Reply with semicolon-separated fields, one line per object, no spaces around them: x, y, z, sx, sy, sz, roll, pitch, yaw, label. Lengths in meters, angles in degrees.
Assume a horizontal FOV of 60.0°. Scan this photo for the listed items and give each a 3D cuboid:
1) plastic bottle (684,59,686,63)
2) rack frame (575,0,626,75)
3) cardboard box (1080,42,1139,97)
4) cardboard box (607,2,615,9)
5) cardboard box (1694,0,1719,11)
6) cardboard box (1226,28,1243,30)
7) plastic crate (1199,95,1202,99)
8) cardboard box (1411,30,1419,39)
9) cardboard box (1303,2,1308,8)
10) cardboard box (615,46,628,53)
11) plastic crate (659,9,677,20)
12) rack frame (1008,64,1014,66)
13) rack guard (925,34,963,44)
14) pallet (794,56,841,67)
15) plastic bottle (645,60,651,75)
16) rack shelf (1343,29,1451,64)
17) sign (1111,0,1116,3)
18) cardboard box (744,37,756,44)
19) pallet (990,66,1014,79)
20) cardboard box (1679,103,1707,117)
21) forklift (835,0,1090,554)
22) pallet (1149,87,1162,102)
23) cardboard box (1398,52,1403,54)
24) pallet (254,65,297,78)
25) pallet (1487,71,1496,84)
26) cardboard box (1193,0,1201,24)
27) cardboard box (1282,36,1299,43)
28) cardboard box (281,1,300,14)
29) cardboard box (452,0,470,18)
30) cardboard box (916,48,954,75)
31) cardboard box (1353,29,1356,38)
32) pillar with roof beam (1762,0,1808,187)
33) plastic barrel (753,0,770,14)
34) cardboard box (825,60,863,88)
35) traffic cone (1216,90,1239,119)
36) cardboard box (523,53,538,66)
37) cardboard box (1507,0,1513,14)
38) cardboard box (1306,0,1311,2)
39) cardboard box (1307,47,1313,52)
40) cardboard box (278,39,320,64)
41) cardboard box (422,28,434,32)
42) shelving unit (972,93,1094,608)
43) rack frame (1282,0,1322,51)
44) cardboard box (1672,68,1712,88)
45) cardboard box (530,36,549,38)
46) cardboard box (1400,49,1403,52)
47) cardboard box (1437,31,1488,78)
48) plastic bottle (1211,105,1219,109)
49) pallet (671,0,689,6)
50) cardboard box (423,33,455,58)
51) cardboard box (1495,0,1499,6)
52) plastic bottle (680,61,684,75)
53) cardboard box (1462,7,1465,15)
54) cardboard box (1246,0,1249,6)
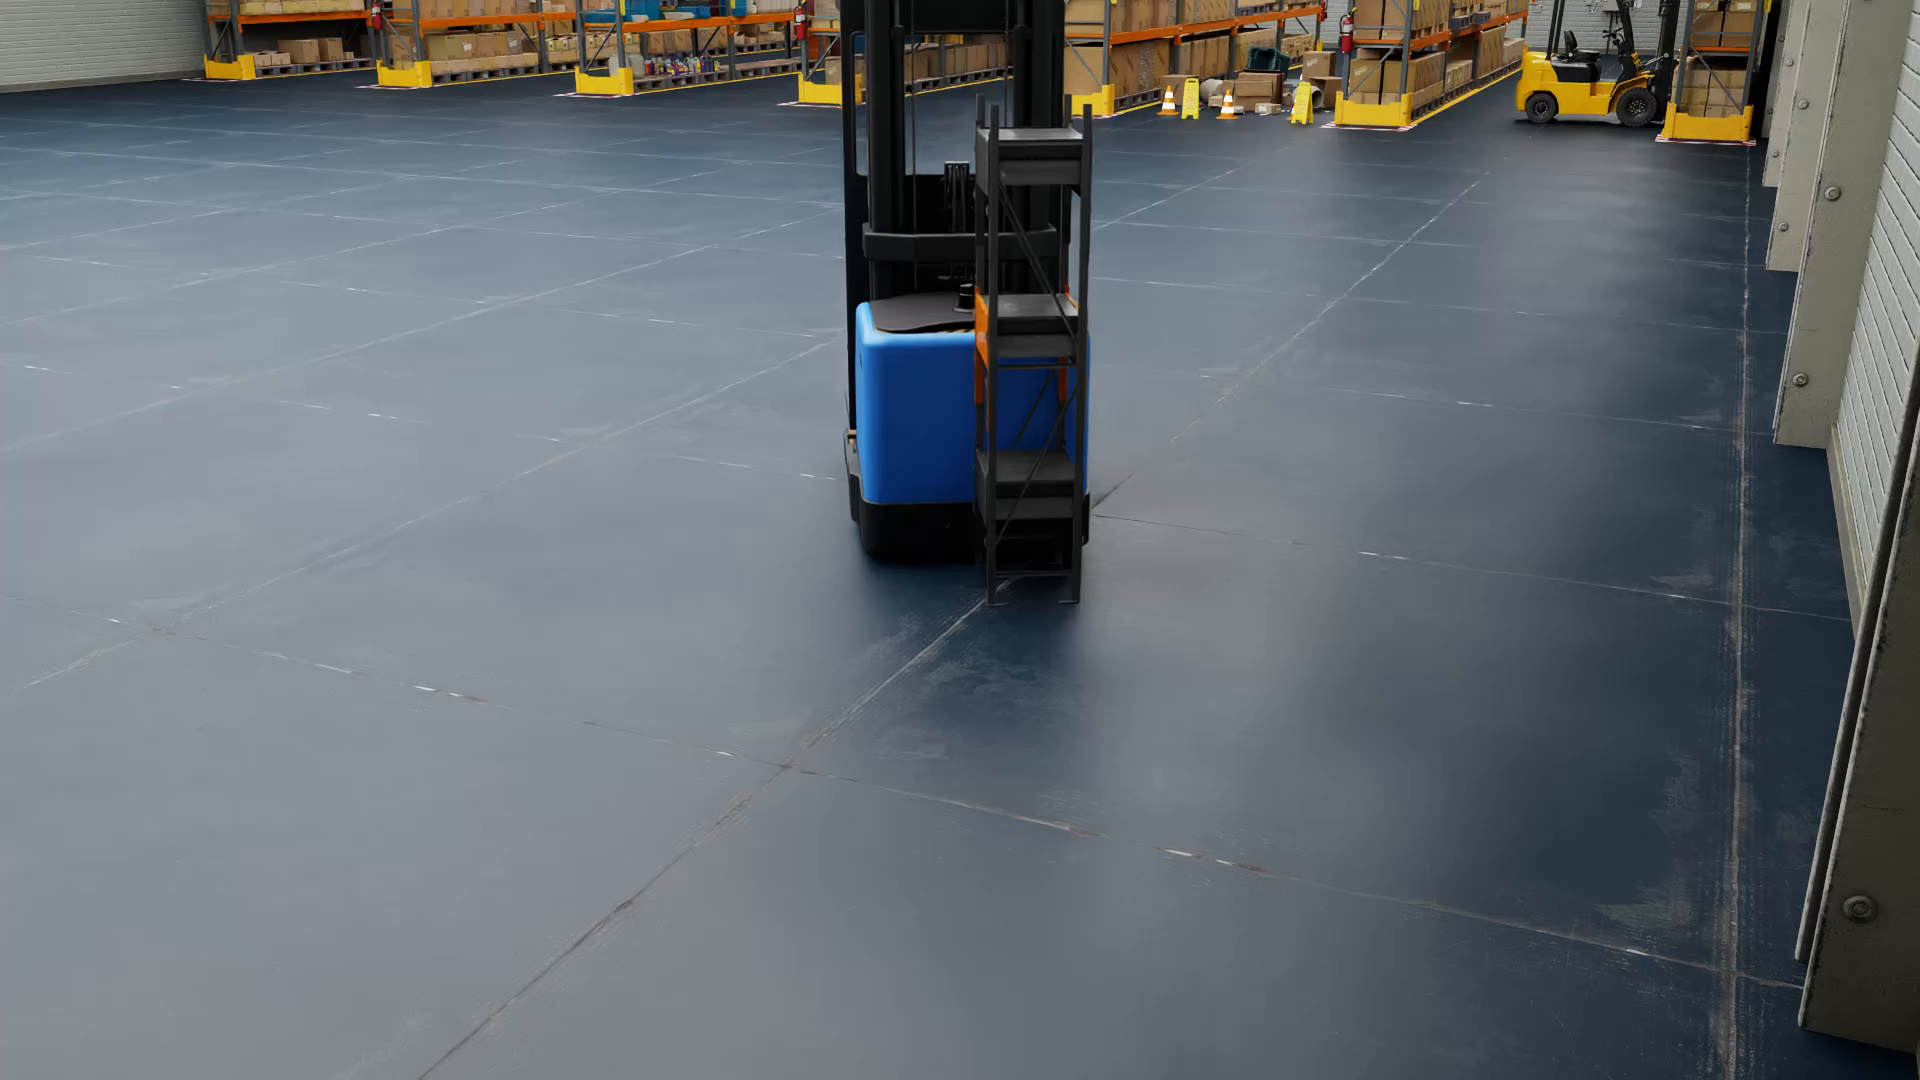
-5.685;-9.861;34.617;0.061;0.283;0.133;9;21;23;plastic bottle
-6.944;-10.139;32.002;1.000;3.000;0.127;9;21;23;rack frame
2.635;-8.430;29.741;0.875;0.875;0.875;8;21;22;cardboard box
-8.301;-12.834;39.955;0.380;0.149;0.250;9;21;23;cardboard box
11.032;-7.917;24.636;0.380;0.149;0.250;9;21;23;cardboard box
6.213;-11.437;37.636;0.500;0.250;0.500;9;22;24;cardboard box
4.821;-8.440;31.335;0.662;0.188;0.450;-14;14;-33;plastic crate
7.217;-8.206;26.941;0.380;0.149;0.250;8;21;21;cardboard box
8.292;-13.075;40.632;0.380;0.149;0.250;8;21;20;cardboard box
-8.386;-11.815;40.192;0.500;0.250;0.500;8;21;22;cardboard box
-6.119;-10.886;34.418;0.450;0.188;0.662;9;21;23;plastic crate
0.851;-11.905;36.967;1.000;3.000;0.127;9;21;23;rack frame
-0.394;-13.862;46.199;1.175;0.500;0.348;9;21;23;rack guard
-3.383;-11.517;40.039;1.003;0.211;1.213;9;21;23;pallet
-6.463;-9.758;34.338;0.152;0.276;0.135;9;21;23;plastic bottle
7.435;-8.372;28.107;1.077;0.370;4.000;9;21;23;rack shelf
2.563;-9.115;27.713;0.100;0.325;0.005;9;21;23;sign
-5.833;-13.725;45.657;0.380;0.166;0.250;9;21;23;cardboard box
0.530;-10.352;36.764;1.003;0.211;1.213;9;21;23;pallet
11.050;-6.509;25.272;0.500;0.250;0.500;9;21;23;cardboard box
-0.062;-1.768;8.566;1.130;2.935;3.031;-2;20;-5;forklift
3.314;-8.435;31.372;1.003;0.211;1.213;9;21;23;pallet
7.558;-8.270;29.103;0.500;0.500;0.500;9;22;25;cardboard box
-15.586;-10.451;37.041;1.003;0.211;1.213;9;21;23;pallet
10.785;-9.834;35.305;1.003;0.211;1.213;9;21;23;pallet
4.364;-10.296;32.294;0.500;0.500;0.500;9;21;23;cardboard box
8.047;-12.186;40.499;0.380;0.149;0.250;8;21;21;cardboard box
-15.079;-11.858;37.030;0.500;0.250;0.500;8;21;22;cardboard box
-10.839;-11.320;35.174;0.700;0.500;0.500;9;21;23;cardboard box
-0.516;-9.896;34.394;0.700;0.500;0.500;7;21;19;cardboard box
6.577;-8.218;26.974;0.380;0.149;0.250;8;21;22;cardboard box
5.869;-9.092;20.105;9.100;9.000;0.400;9;21;23;pillar with roof beam
-4.413;-11.912;36.786;0.433;0.535;0.433;0;20;0;plastic barrel
-2.154;-8.668;30.970;0.500;0.500;0.500;13;23;33;cardboard box
4.463;-7.261;27.696;0.336;0.463;0.334;9;21;23;traffic cone
-9.814;-10.773;37.262;0.500;0.250;0.500;9;21;23;cardboard box
11.961;-11.923;36.868;0.500;0.500;0.500;9;22;24;cardboard box
8.247;-13.341;40.411;0.500;0.500;0.500;9;21;23;cardboard box
8.572;-12.212;41.458;0.380;0.149;0.250;9;22;24;cardboard box
-15.037;-11.119;37.831;0.700;0.500;0.500;7;21;19;cardboard box
-13.450;-12.776;41.371;0.500;0.250;0.500;8;21;22;cardboard box
0.293;-0.789;7.052;0.431;2.100;0.503;-2;20;-5;shelving unit
8.611;-13.639;41.843;1.000;3.000;0.127;9;21;23;rack frame
11.050;-6.977;25.094;0.500;0.250;0.500;9;22;25;cardboard box
-9.711;-11.532;38.559;0.500;0.311;0.500;9;22;24;cardboard box
7.660;-8.710;29.374;0.380;0.149;0.250;9;21;23;cardboard box
10.251;-9.942;33.991;0.875;0.875;0.875;8;21;22;cardboard box
4.508;-7.669;29.441;0.133;0.061;0.283;1;20;4;plastic bottle
-7.393;-13.770;42.498;1.003;0.211;1.213;9;21;23;pallet
-11.117;-10.588;35.622;0.500;0.500;0.500;9;21;23;cardboard box
10.973;-11.293;34.724;0.500;0.250;0.500;9;21;24;cardboard box
-5.736;-9.708;34.204;0.097;0.271;0.097;0;20;0;plastic bottle
9.172;-9.848;30.932;0.380;0.149;0.250;9;21;23;cardboard box
6.031;-11.629;35.941;0.380;0.149;0.250;10;22;25;cardboard box
